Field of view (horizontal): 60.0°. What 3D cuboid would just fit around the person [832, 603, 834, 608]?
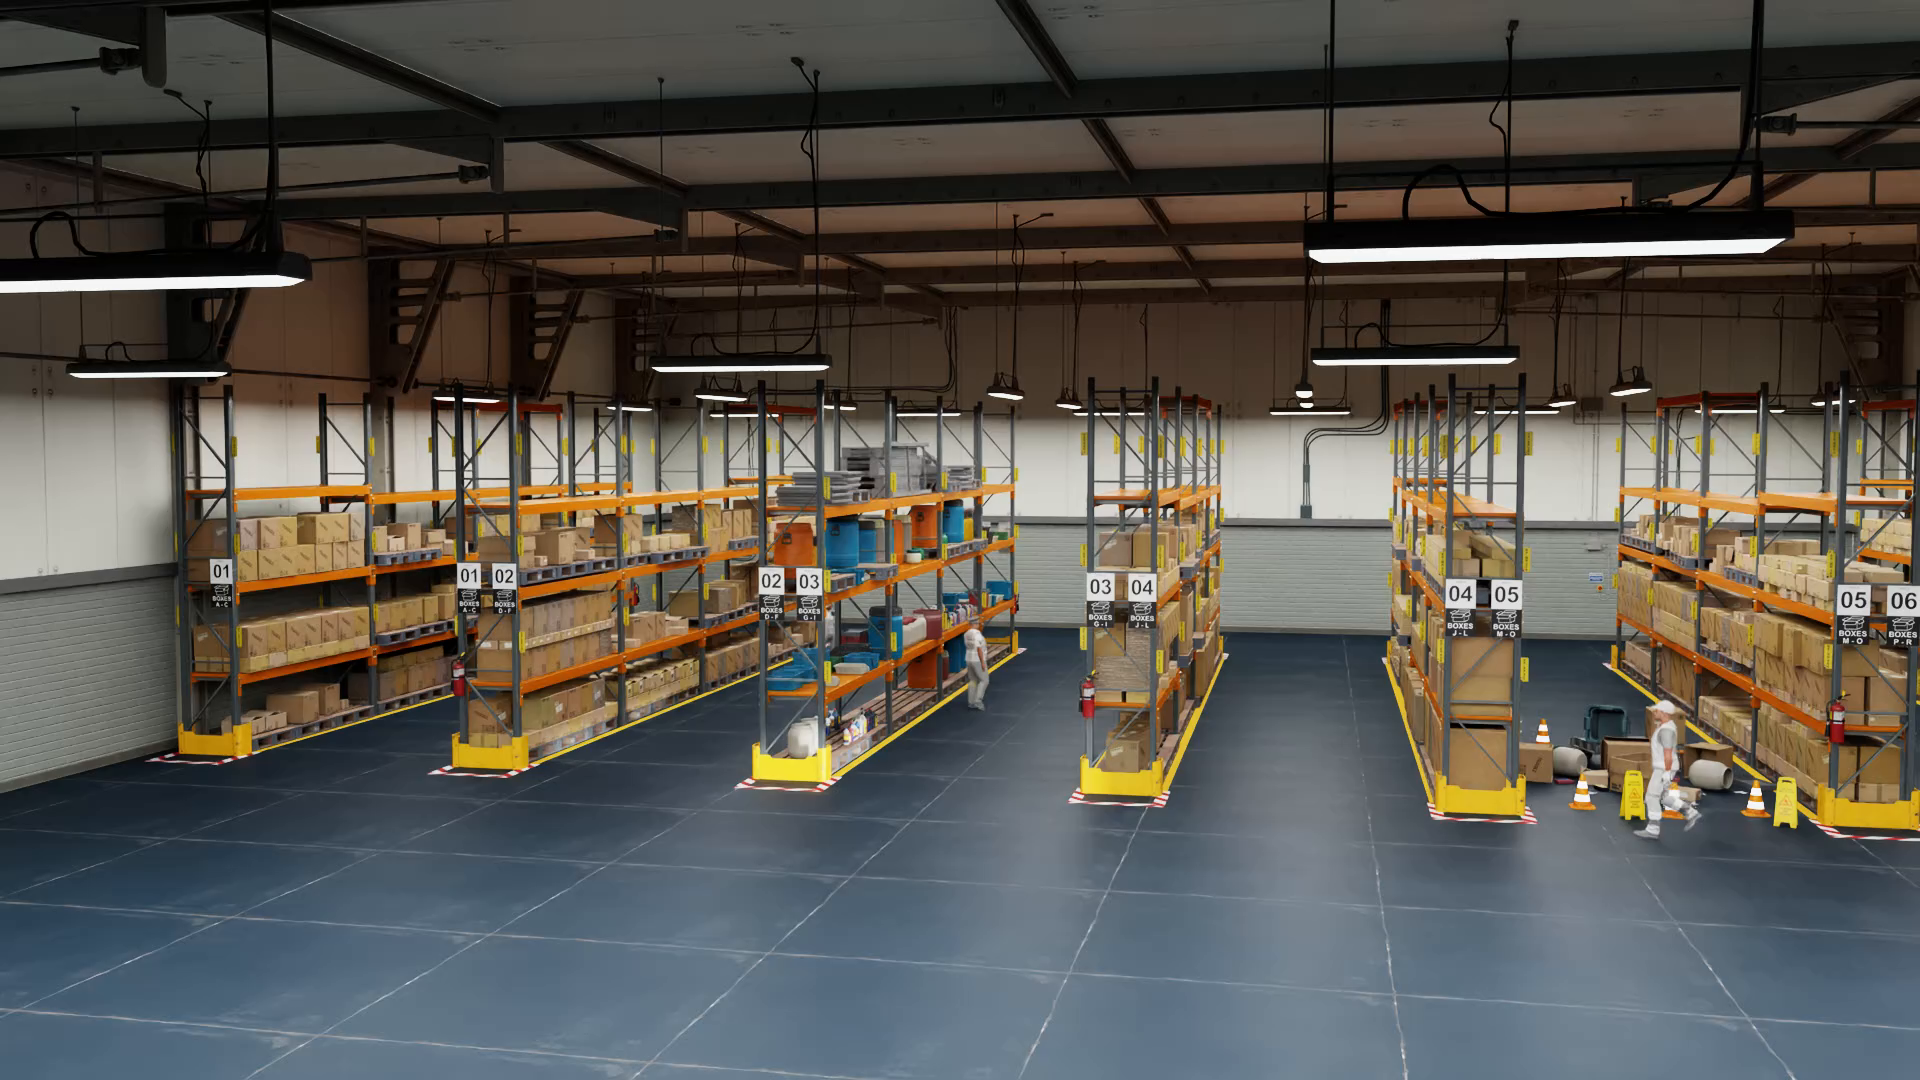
[{"bbox_3d":[-3.607,1.670,44.688,1.103,1.663,0.520,2,4,25],"label":"person"}]

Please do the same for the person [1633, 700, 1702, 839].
[{"bbox_3d":[9.031,2.922,21.169,0.826,1.771,0.554,1,3,16],"label":"person"}]

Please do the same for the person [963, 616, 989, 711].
[{"bbox_3d":[0.333,2.367,31.882,0.404,1.809,0.697,-2,4,-28],"label":"person"}]

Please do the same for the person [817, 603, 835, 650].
[{"bbox_3d":[-2.804,2.015,35.588,0.516,1.634,0.927,0,3,-4],"label":"person"}]
